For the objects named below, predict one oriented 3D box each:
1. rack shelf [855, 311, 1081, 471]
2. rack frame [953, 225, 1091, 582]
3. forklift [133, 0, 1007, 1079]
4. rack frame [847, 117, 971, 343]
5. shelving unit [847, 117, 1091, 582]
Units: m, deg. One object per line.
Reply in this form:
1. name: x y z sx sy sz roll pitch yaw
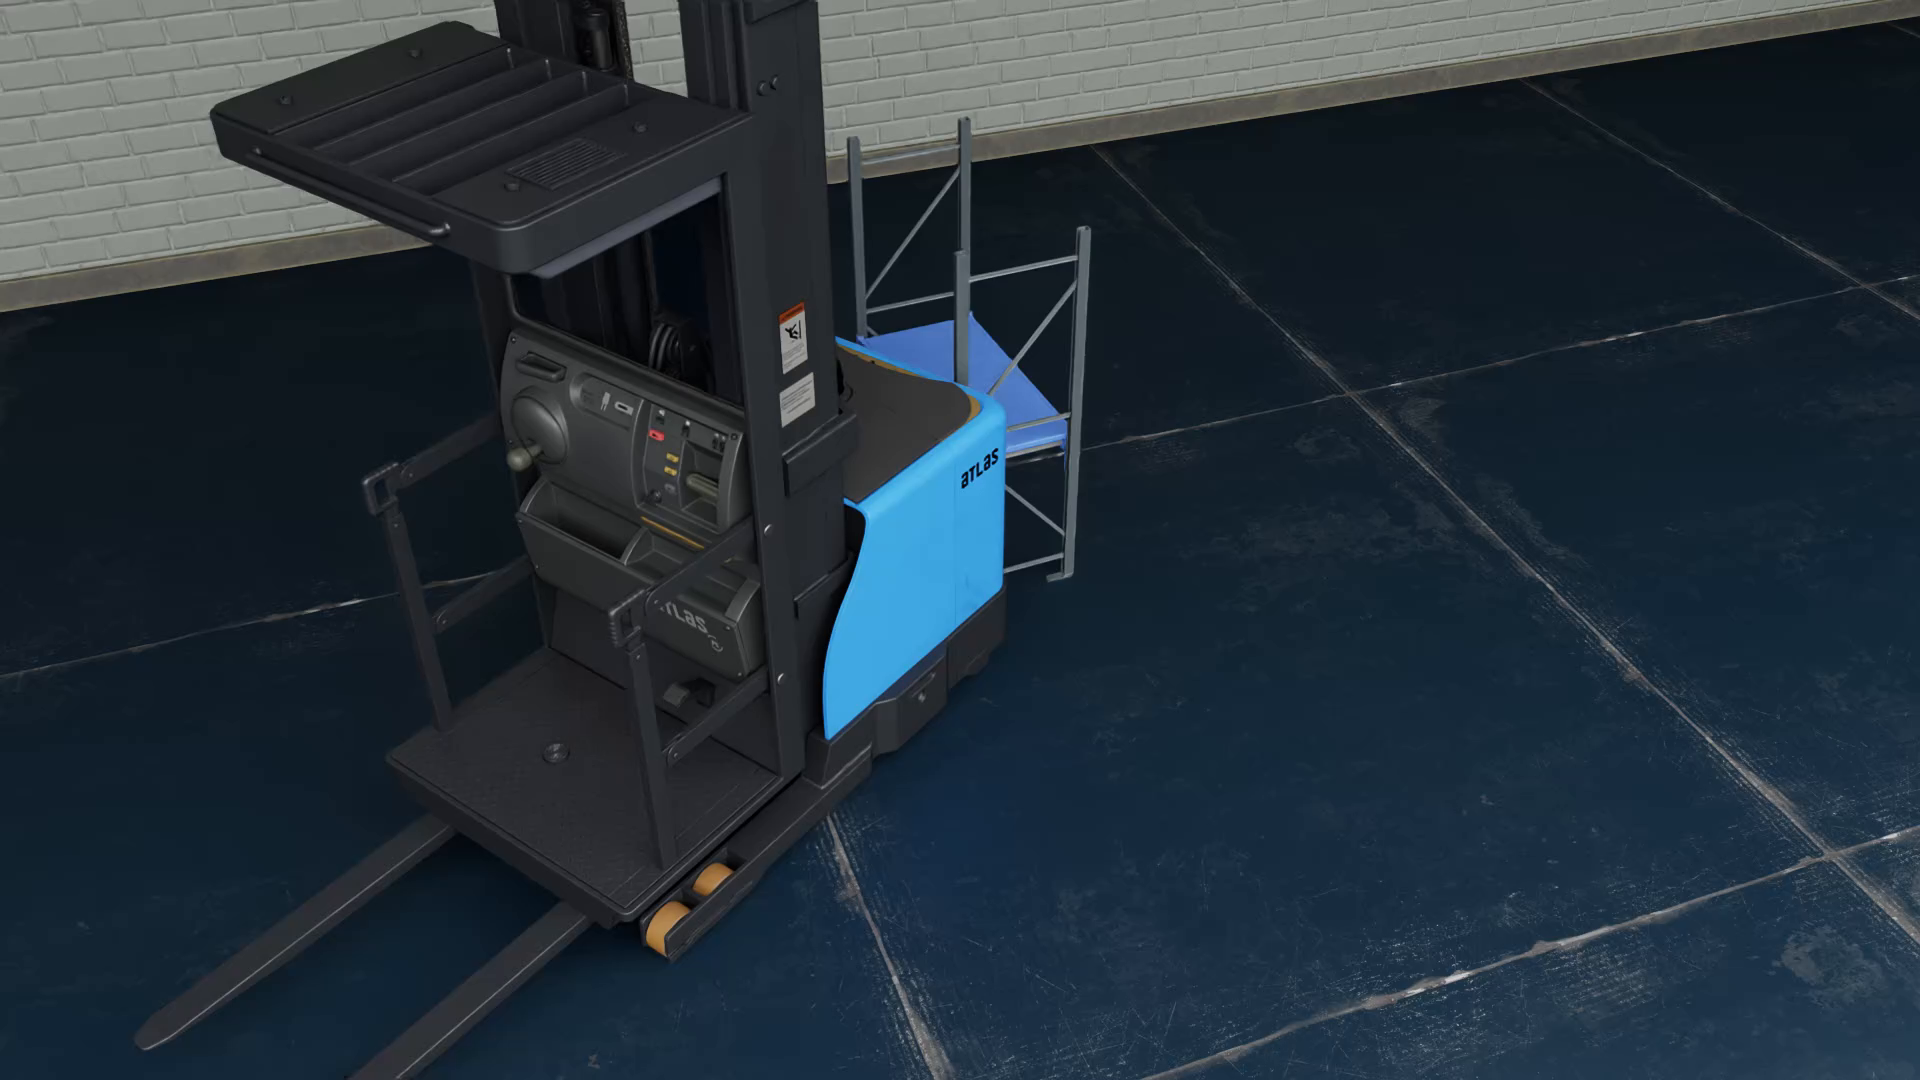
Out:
1. rack shelf: 0.010 -0.546 6.527 0.538 0.185 1.000 -15 39 -19
2. rack frame: 0.213 -0.409 6.046 0.500 1.500 0.032 -15 39 -19
3. forklift: -1.105 -0.237 4.628 1.130 2.935 3.031 24 43 28
4. rack frame: -0.193 -0.970 6.791 0.500 1.500 0.032 -15 39 -19
5. shelving unit: 0.010 -0.689 6.419 0.538 1.500 1.048 -15 39 -19
